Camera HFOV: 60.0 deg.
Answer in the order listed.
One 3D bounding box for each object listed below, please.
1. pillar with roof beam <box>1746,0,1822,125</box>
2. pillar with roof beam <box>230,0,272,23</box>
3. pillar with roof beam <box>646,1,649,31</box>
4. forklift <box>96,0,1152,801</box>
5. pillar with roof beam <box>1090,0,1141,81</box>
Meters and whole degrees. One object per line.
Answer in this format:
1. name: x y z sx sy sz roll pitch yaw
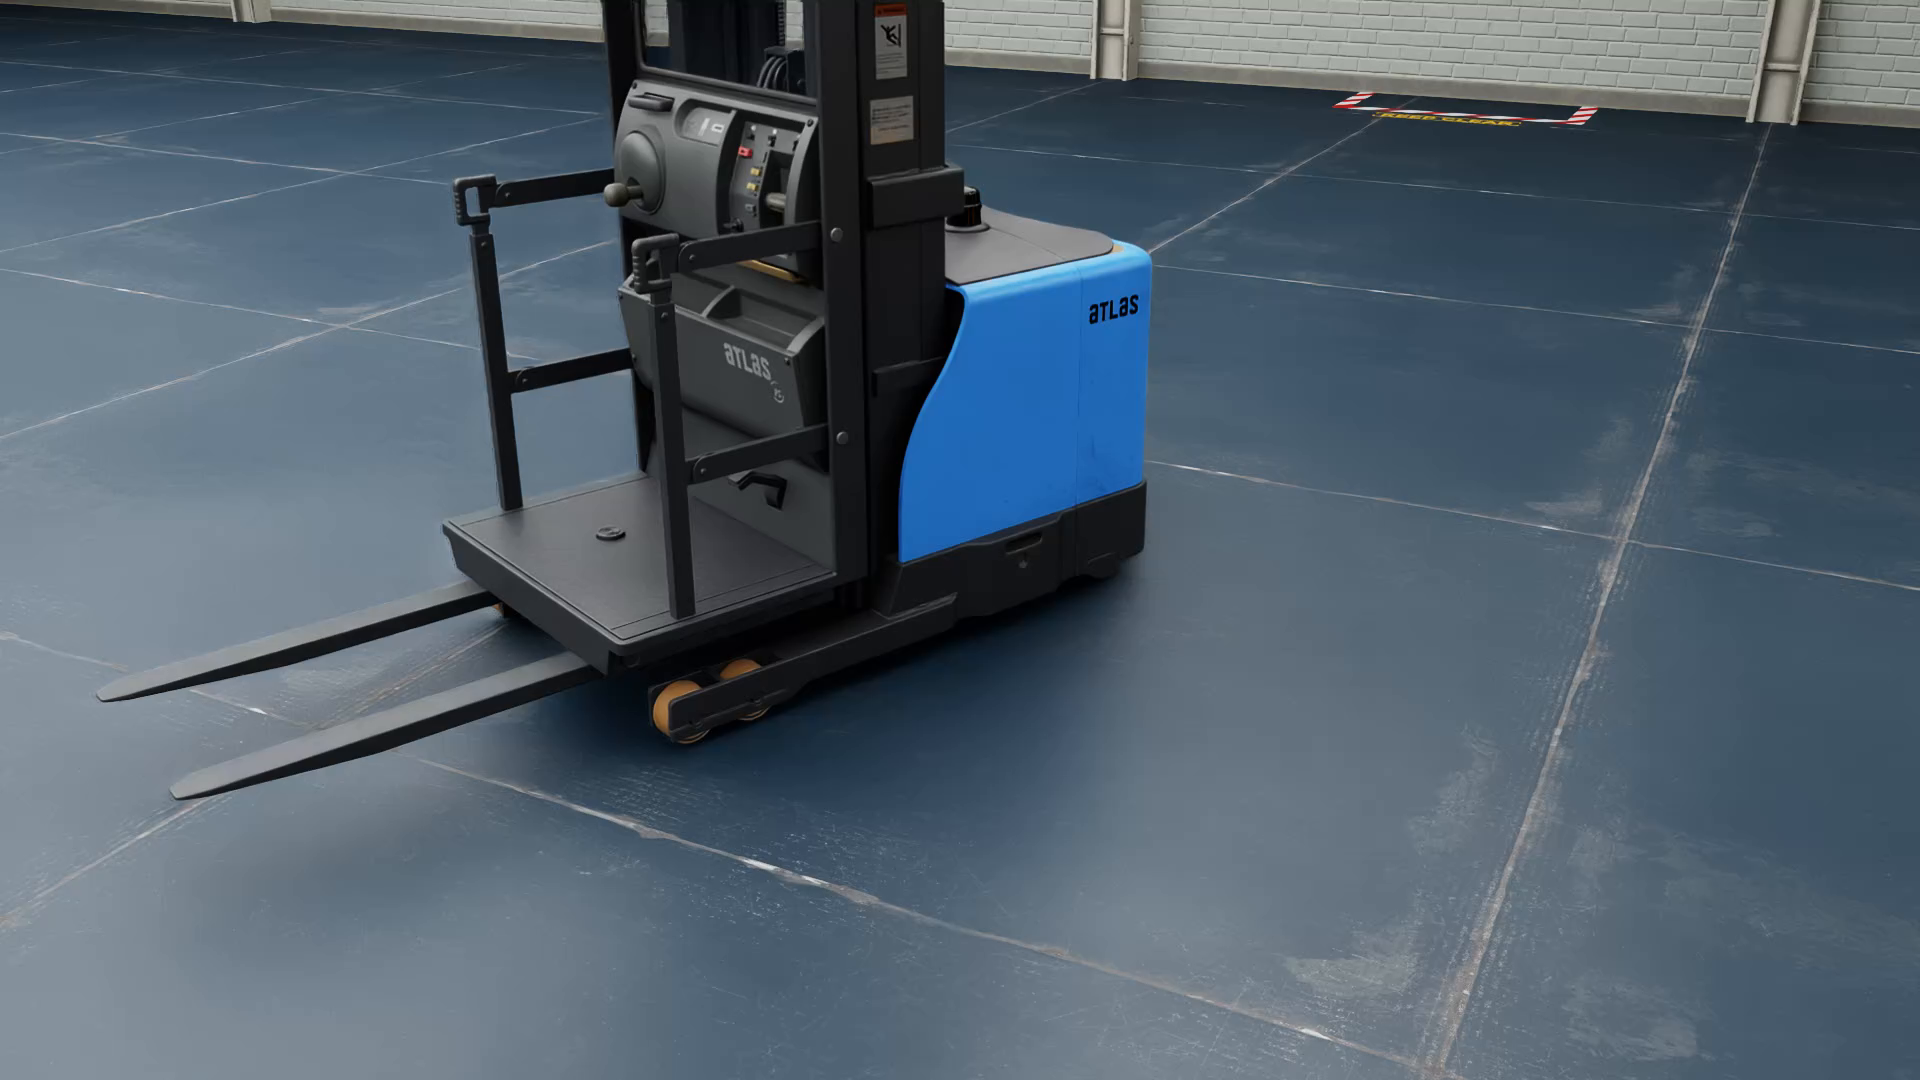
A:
1. pillar with roof beam: 4.952 -6.193 8.814 0.400 9.000 9.100 11 25 25
2. pillar with roof beam: -11.112 -9.372 16.288 0.400 9.000 9.100 11 25 25
3. pillar with roof beam: -5.757 -8.312 13.797 0.400 9.000 9.100 11 25 25
4. forklift: -0.843 -1.034 4.436 3.031 2.935 1.130 -18 29 -36
5. pillar with roof beam: -0.403 -7.253 11.306 0.400 9.000 9.100 11 25 25
